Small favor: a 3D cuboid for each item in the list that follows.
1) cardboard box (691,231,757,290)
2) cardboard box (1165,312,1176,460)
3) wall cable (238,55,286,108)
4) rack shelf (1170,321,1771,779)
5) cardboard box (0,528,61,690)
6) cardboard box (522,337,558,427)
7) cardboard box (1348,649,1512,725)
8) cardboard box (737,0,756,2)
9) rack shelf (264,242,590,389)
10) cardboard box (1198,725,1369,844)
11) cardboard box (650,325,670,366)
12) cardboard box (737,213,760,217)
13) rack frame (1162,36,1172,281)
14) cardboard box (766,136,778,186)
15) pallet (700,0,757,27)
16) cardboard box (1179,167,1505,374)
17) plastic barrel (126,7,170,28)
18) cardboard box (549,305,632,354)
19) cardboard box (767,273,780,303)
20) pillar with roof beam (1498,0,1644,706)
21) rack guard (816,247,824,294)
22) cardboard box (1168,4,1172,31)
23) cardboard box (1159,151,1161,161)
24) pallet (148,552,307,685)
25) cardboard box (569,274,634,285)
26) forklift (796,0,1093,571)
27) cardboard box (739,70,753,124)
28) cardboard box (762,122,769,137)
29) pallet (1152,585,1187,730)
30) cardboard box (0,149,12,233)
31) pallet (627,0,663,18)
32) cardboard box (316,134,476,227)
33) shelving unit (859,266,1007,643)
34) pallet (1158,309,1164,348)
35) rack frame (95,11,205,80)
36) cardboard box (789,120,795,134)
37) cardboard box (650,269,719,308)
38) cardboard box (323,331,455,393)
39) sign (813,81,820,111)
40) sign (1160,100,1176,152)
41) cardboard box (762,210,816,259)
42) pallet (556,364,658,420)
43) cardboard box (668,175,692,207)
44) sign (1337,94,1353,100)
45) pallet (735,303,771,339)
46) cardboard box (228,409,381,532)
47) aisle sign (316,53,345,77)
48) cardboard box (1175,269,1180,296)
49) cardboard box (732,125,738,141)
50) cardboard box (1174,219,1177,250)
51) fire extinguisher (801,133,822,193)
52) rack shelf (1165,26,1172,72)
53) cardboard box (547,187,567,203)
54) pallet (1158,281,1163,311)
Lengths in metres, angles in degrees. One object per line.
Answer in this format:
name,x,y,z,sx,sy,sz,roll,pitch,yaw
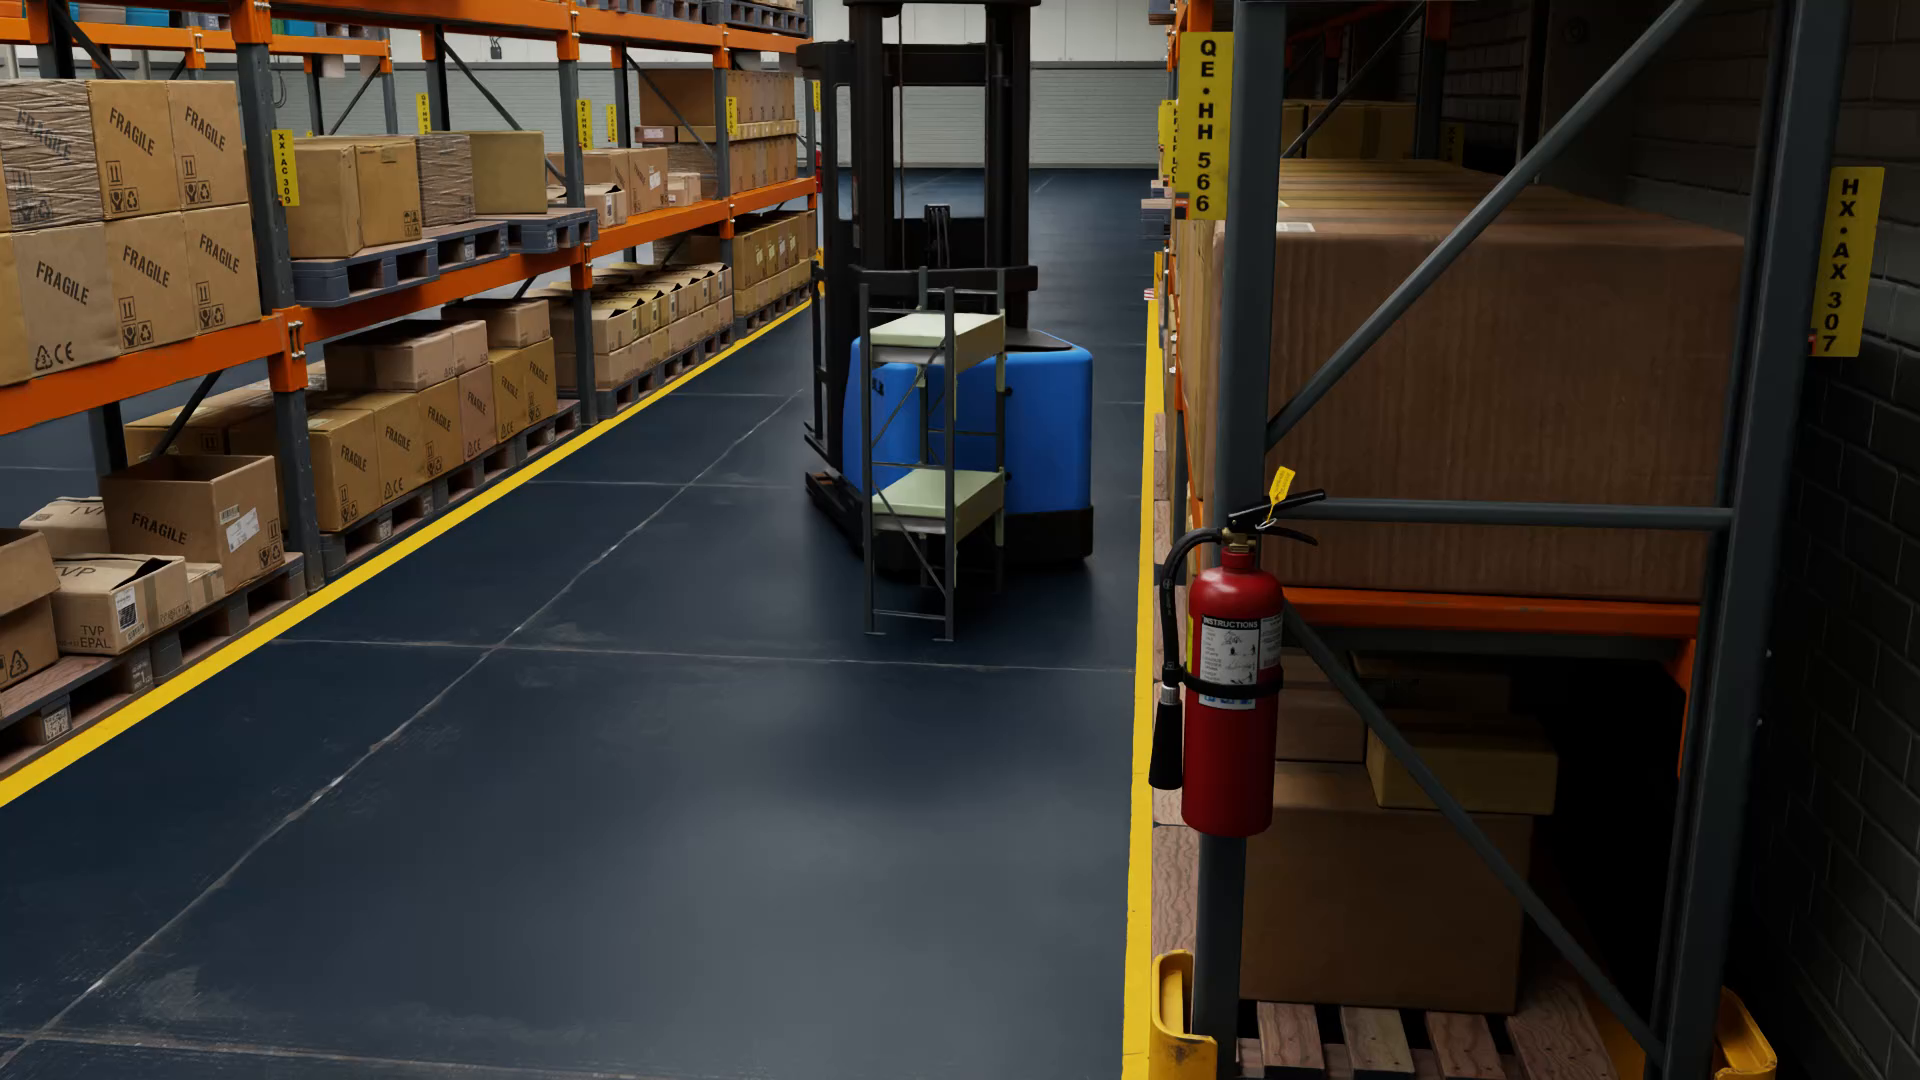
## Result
cardboard box,-2.230,-2.648,15.734,0.500,0.500,0.500,2,15,6
cardboard box,1.559,-0.868,9.439,0.750,0.750,0.750,2,15,6
wall cable,-22.706,-14.816,52.162,3.097,2.526,0.112,2,15,6
rack shelf,1.201,-0.213,5.083,1.077,0.370,4.000,2,15,6
cardboard box,-3.703,0.256,5.909,0.797,0.503,0.637,2,15,6
cardboard box,-2.917,-1.018,10.626,0.500,0.500,0.500,2,15,8
cardboard box,1.196,0.371,4.284,0.380,0.149,0.250,2,15,6
cardboard box,-2.213,-5.237,15.636,0.500,0.311,0.500,1,15,3
rack shelf,-3.270,-1.396,9.456,1.077,0.370,4.000,2,15,6
cardboard box,1.011,0.648,4.505,0.700,0.500,0.500,2,15,6
cardboard box,-2.585,-1.530,13.036,0.500,0.250,0.500,1,15,5
cardboard box,-2.478,-3.312,18.190,0.500,0.500,0.500,2,15,6
rack frame,2.781,-4.192,18.418,1.000,3.000,0.127,2,15,6
cardboard box,-2.323,-3.999,17.514,0.700,0.500,0.500,2,15,7
pallet,-2.523,-4.927,15.558,1.003,0.211,1.213,2,15,6
cardboard box,1.261,-0.895,5.650,0.980,0.700,0.700,1,15,5
plastic barrel,-7.356,-4.998,14.692,0.600,0.901,0.708,2,15,6
cardboard box,-2.694,-1.535,11.982,0.500,0.311,0.500,2,15,8
cardboard box,-2.117,-2.545,16.791,0.500,0.250,0.500,2,15,6
pillar with roof beam,-2.070,-3.895,5.828,9.100,9.000,0.400,2,15,6
rack guard,-2.139,-3.136,19.303,1.175,0.500,0.348,2,15,6
cardboard box,2.235,-5.074,15.704,0.500,0.500,0.500,1,15,4
cardboard box,2.298,-4.114,16.944,0.500,0.500,0.500,1,15,4
pallet,-3.574,0.300,7.149,1.003,0.211,1.213,2,15,6
cardboard box,-3.006,-2.082,14.002,0.500,0.311,0.500,1,15,4
forklift,-0.249,-1.608,8.993,1.130,2.935,3.031,-4,16,-15
cardboard box,-2.436,-4.350,16.326,0.700,0.500,0.500,2,15,6
cardboard box,-2.169,-4.191,16.981,0.380,0.149,0.250,1,15,5
pallet,1.263,0.462,6.551,1.003,0.211,1.213,2,15,6
cardboard box,-3.466,-1.222,5.329,0.500,0.500,0.500,2,15,6
pallet,-2.934,-4.087,12.647,1.003,0.211,1.213,2,15,9
cardboard box,-3.297,-2.115,9.740,0.700,0.500,0.500,5,16,17
shelving unit,-0.103,-0.395,7.251,0.431,1.500,0.755,5,16,17
pallet,2.370,-1.983,15.593,1.003,0.211,1.213,2,15,6
rack frame,-7.514,-3.446,15.660,1.000,3.000,0.127,2,15,6
cardboard box,-2.024,-4.525,18.217,0.380,0.149,0.250,2,15,8
cardboard box,-2.407,-2.197,14.428,0.500,0.311,0.500,2,15,8
cardboard box,-3.086,-0.970,9.011,0.500,0.250,0.500,2,15,6
sign,-1.604,-4.990,18.699,0.100,0.325,0.005,2,15,6
sign,1.338,-2.651,10.654,0.100,0.325,0.005,2,15,6
cardboard box,-1.907,-3.426,18.613,0.500,0.500,0.500,2,15,6
pallet,-2.913,-1.128,12.430,1.003,0.211,1.213,2,15,6
cardboard box,-2.510,-3.001,14.271,0.396,0.266,0.258,1,15,5
sign,2.430,-2.660,10.536,0.100,0.325,0.005,2,15,6
pallet,-2.462,-2.158,16.239,1.003,0.211,1.213,2,15,6
cardboard box,-3.199,-0.348,8.150,0.500,0.500,0.500,1,15,4
aisle sign,-7.346,-5.766,19.258,0.394,0.787,0.004,2,15,6
cardboard box,1.234,-1.266,8.041,0.380,0.149,0.250,2,15,6
cardboard box,-2.315,-3.857,15.744,0.380,0.149,0.250,1,15,5
cardboard box,1.392,-1.800,8.774,0.500,0.500,0.500,2,15,8
fire extinguisher,-1.667,-4.316,19.026,0.296,0.674,0.183,2,15,6
rack shelf,2.555,-4.774,16.202,1.077,0.370,4.000,2,15,6
cardboard box,-2.960,-2.312,11.636,0.500,0.311,0.500,3,15,10
pallet,2.645,-2.616,17.933,1.003,0.211,1.213,2,15,6
